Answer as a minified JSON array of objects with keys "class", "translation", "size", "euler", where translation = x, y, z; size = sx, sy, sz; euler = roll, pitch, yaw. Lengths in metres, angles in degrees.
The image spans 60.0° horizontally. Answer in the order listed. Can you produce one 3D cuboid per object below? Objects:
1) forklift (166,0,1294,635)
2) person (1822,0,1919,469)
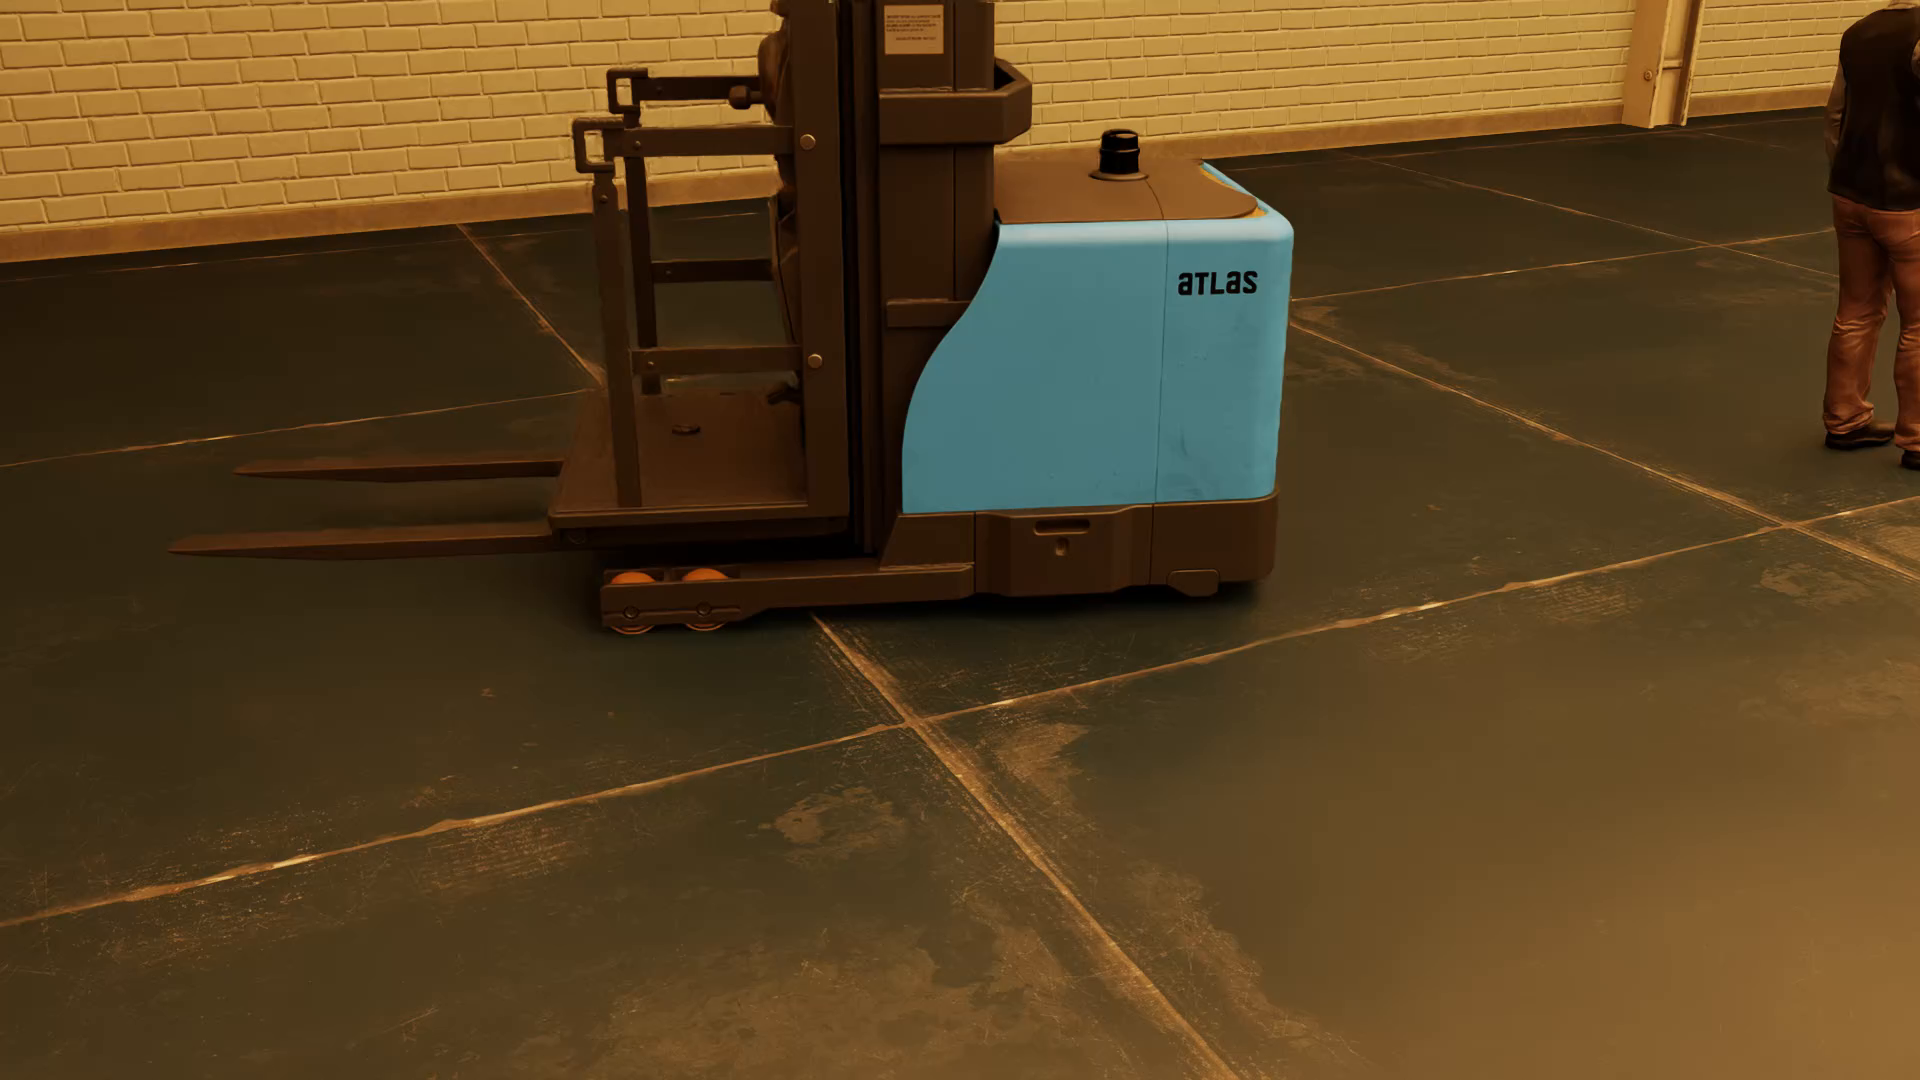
[{"class":"forklift","translation":[-0.663,-1.311,4.443],"size":[3.031,2.935,1.130],"euler":[-2,23,-6]},{"class":"person","translation":[3.196,-1.129,5.563],"size":[0.568,1.720,0.631],"euler":[-5,23,-12]}]
